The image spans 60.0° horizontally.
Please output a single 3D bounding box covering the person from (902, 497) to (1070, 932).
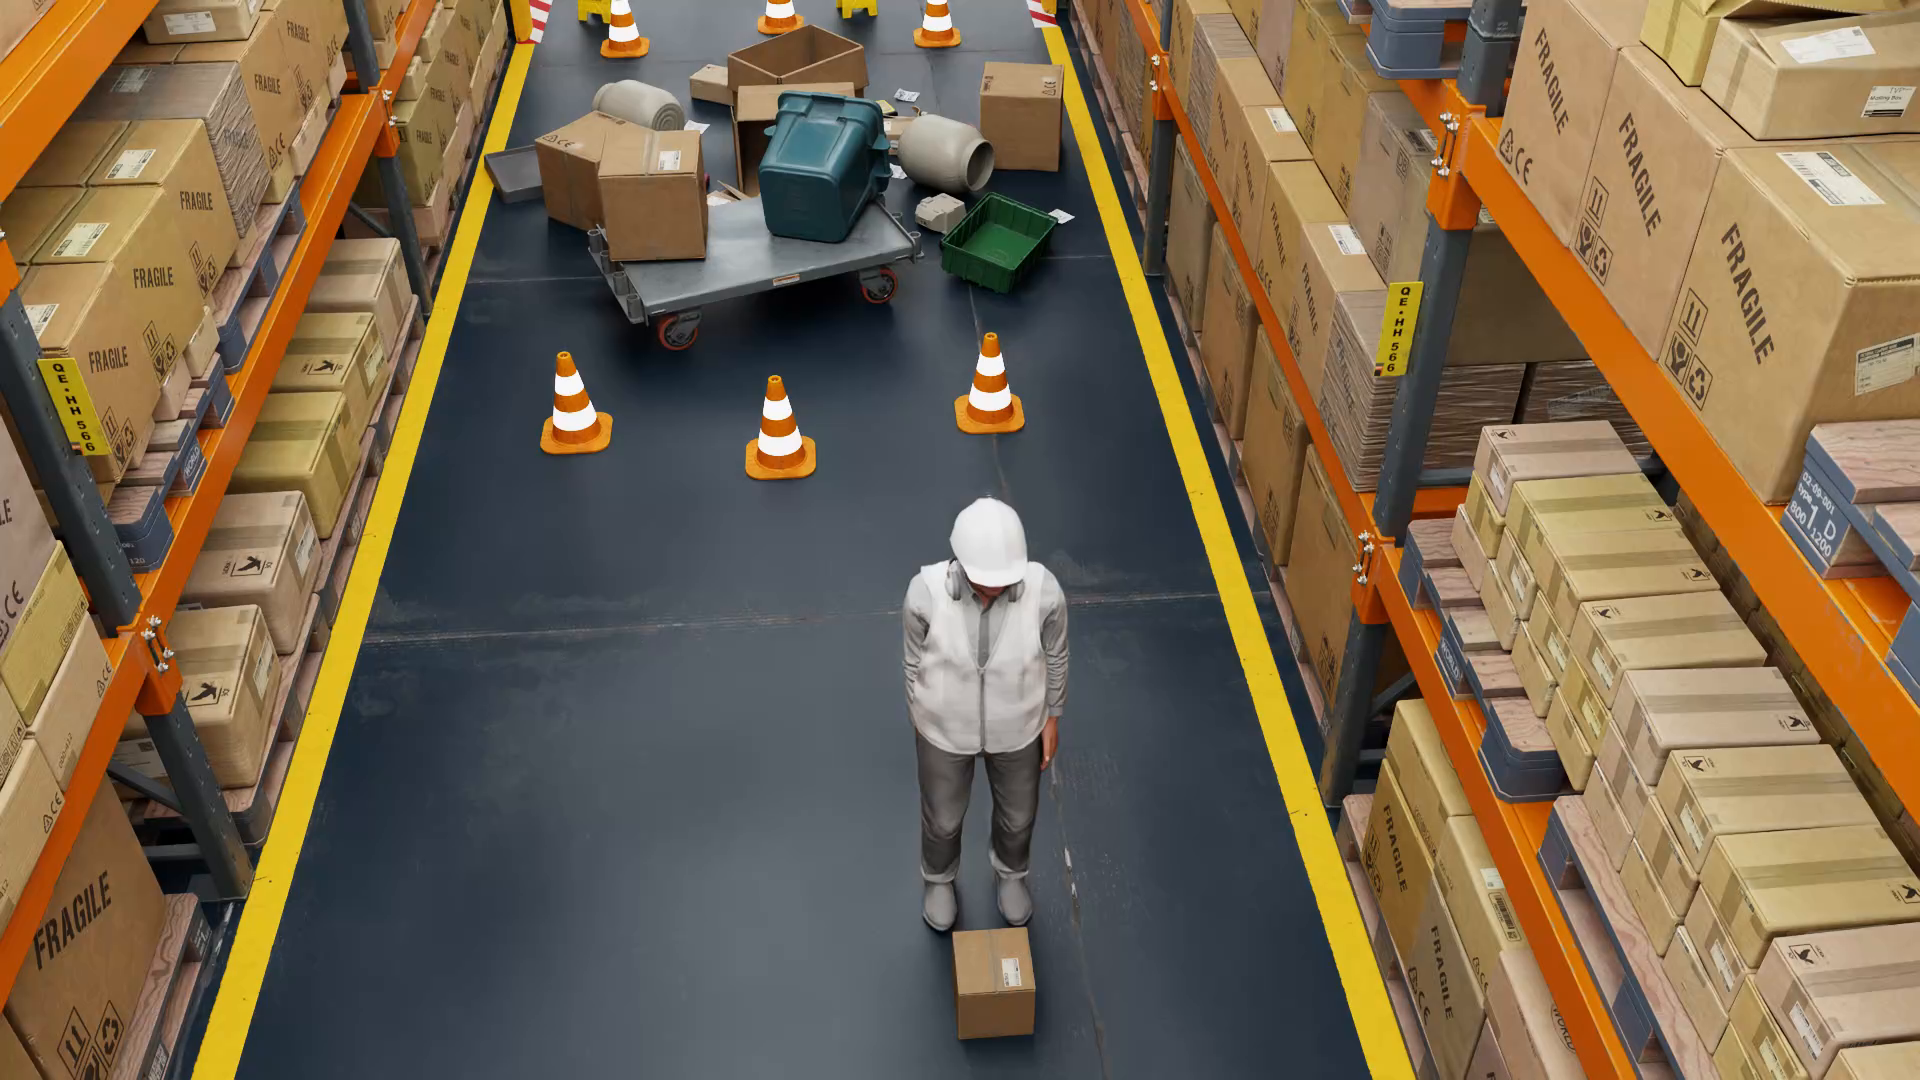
[{"bbox_3d":[0.085,0.584,5.419,0.534,1.764,0.355,-2,39,-3],"label":"person"}]
